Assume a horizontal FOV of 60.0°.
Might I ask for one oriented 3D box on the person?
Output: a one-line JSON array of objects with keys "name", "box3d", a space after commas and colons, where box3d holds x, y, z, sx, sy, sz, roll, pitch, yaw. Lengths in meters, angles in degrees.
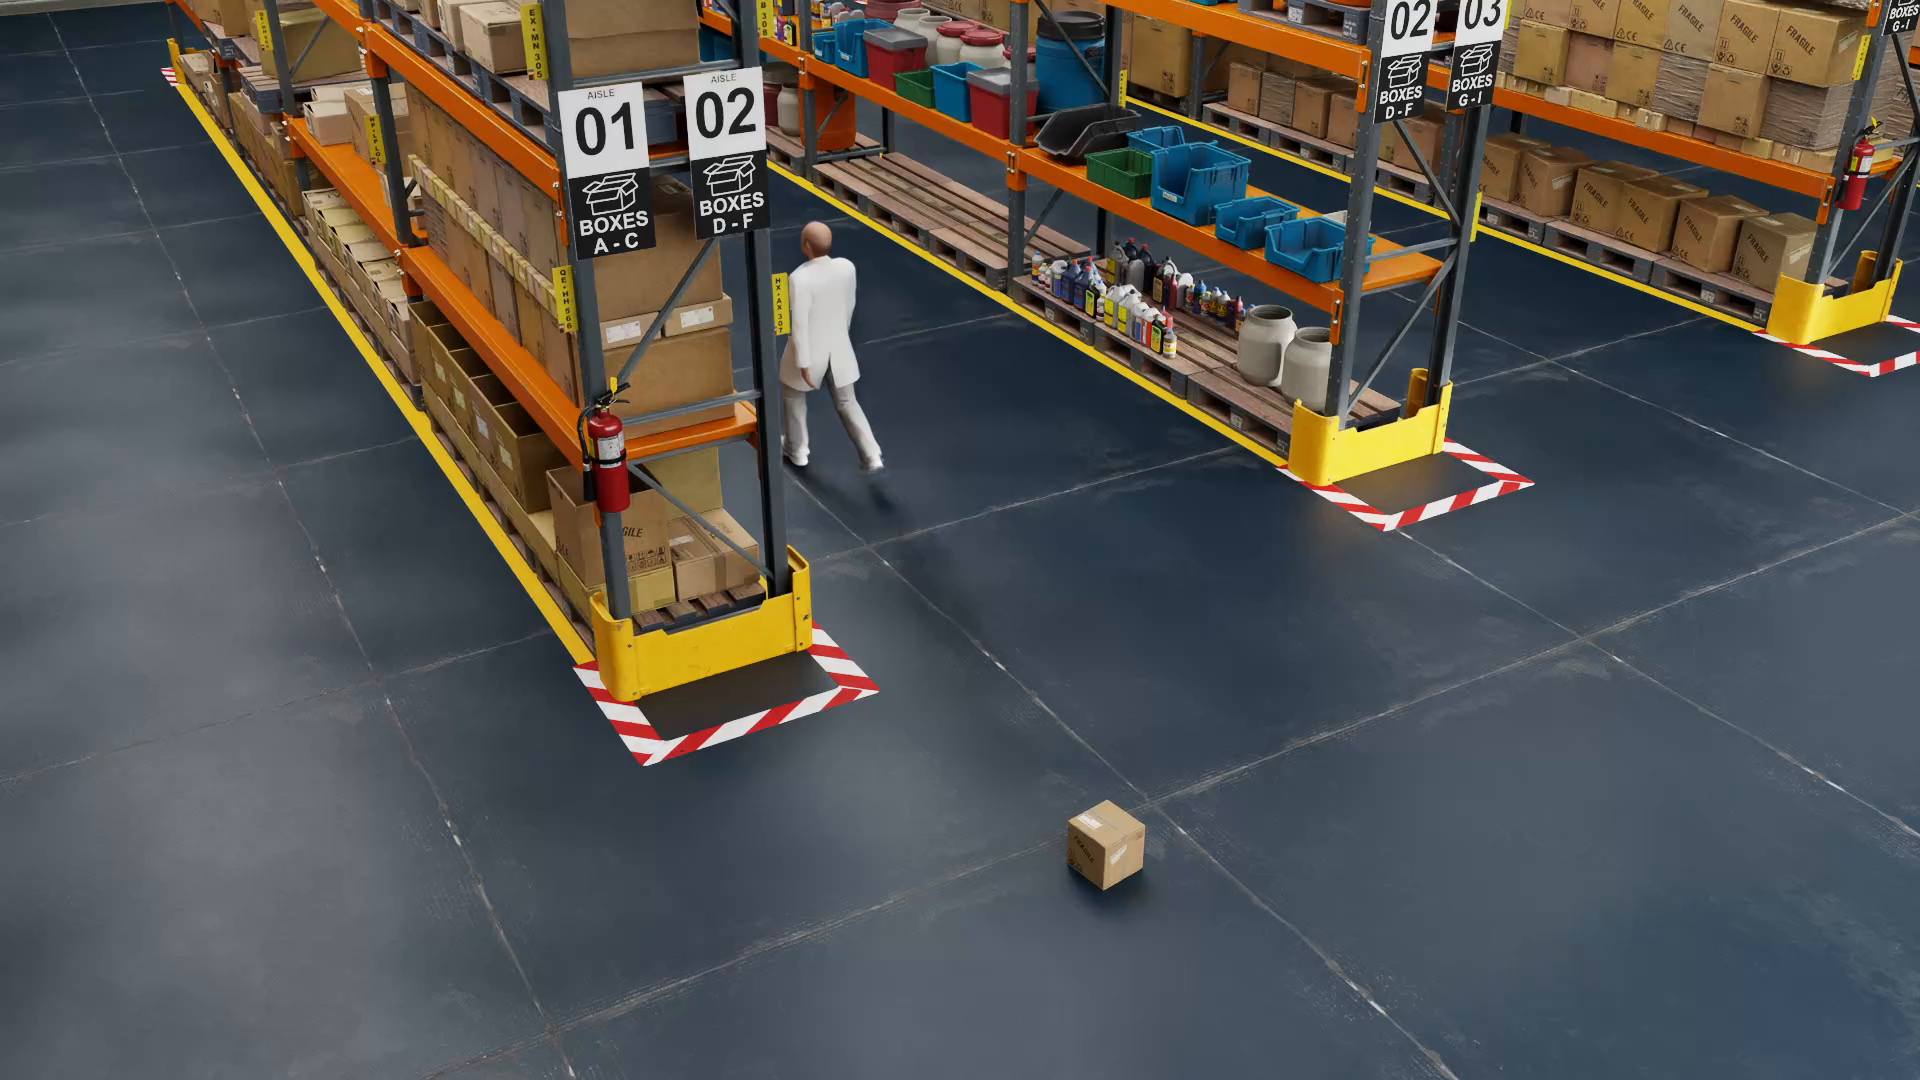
[{"name": "person", "box3d": [-0.891, -1.231, 10.825, 0.549, 1.738, 1.060, -17, 33, -28]}]
